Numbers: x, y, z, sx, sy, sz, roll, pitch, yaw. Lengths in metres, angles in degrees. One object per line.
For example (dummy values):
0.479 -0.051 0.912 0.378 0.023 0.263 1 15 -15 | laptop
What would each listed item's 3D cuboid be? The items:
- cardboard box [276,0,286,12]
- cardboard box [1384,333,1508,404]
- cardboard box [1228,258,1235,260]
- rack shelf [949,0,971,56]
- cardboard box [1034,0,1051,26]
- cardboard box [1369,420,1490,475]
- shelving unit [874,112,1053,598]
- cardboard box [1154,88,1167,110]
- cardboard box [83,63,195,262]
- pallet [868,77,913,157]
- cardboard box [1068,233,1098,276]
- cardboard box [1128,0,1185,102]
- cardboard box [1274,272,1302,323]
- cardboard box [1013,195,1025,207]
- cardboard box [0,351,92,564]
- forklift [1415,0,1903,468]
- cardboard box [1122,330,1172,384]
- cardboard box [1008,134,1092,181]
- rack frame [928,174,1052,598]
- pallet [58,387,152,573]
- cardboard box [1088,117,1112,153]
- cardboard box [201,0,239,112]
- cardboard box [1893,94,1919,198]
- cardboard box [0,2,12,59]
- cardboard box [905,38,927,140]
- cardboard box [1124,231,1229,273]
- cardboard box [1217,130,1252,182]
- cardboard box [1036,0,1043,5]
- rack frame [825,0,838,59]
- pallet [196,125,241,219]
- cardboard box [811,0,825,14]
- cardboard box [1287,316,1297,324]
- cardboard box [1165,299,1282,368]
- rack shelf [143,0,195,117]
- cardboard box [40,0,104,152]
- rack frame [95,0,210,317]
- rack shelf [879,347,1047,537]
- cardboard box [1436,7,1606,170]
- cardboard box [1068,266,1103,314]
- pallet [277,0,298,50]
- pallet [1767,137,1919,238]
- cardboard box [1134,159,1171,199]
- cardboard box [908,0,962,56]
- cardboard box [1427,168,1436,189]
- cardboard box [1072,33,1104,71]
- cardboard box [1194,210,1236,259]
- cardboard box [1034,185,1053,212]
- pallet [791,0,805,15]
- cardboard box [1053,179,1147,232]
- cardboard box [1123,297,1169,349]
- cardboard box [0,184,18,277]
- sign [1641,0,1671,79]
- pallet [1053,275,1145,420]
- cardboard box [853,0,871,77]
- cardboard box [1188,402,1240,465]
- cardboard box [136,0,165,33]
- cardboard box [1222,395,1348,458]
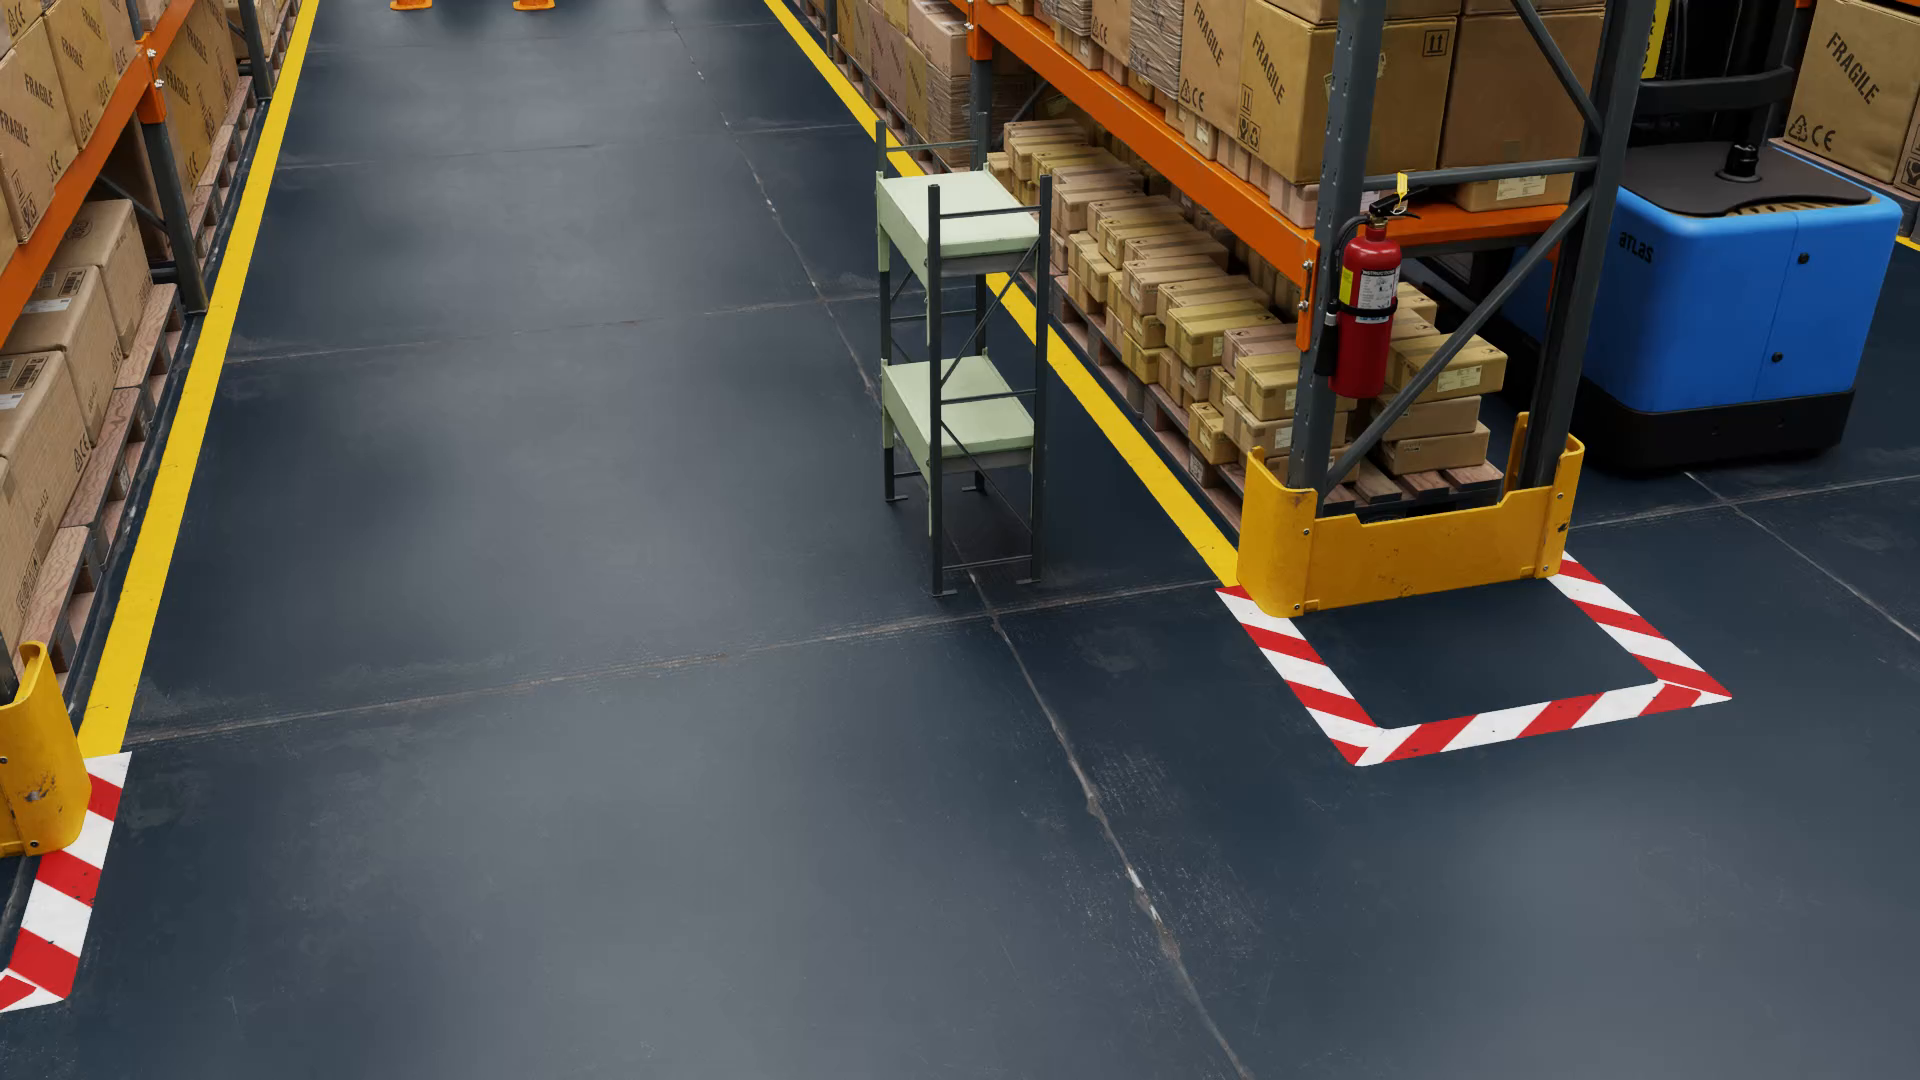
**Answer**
-5.796 -4.341 12.959 0.950 0.372 0.625 -7 31 -12 | cardboard box
1.801 -0.646 6.205 0.380 0.149 0.250 -9 31 -16 | cardboard box
1.253 -1.264 7.569 0.380 0.149 0.250 -6 31 -11 | cardboard box
0.020 -3.729 10.417 1.077 0.370 4.000 -8 31 -13 | rack shelf
0.572 -2.549 7.910 0.380 0.149 0.250 -9 31 -15 | cardboard box
1.782 -0.386 6.350 0.380 0.149 0.250 -7 31 -12 | cardboard box
-0.002 -0.652 5.880 0.431 1.500 0.755 -8 31 -13 | shelving unit
0.997 -1.788 6.595 0.380 0.149 0.250 -9 31 -15 | cardboard box
-4.436 -1.919 8.272 0.875 0.875 0.875 -7 31 -12 | cardboard box
0.016 -2.834 10.936 1.003 0.211 1.213 -8 31 -13 | pallet
0.717 -1.314 7.655 0.380 0.149 0.250 -8 31 -14 | cardboard box
0.970 -1.991 6.298 0.500 0.500 0.500 -8 31 -13 | cardboard box
1.523 -1.011 6.835 0.380 0.149 0.250 -9 31 -16 | cardboard box
0.409 -1.676 8.577 0.380 0.149 0.250 -7 31 -12 | cardboard box
-3.655 -0.255 5.835 0.875 0.438 0.875 -7 31 -12 | cardboard box
2.783 -2.277 7.258 1.130 2.935 3.031 -7 31 -12 | forklift
0.913 -0.799 7.063 0.380 0.149 0.250 -9 31 -15 | cardboard box
0.459 -1.945 8.449 0.380 0.149 0.250 -6 31 -11 | cardboard box
0.095 -0.476 5.574 0.400 1.500 0.023 -8 31 -13 | rack frame
-3.741 -0.193 6.373 1.003 0.211 1.213 -8 31 -13 | pallet
0.897 -2.143 8.791 0.380 0.149 0.250 -7 31 -12 | cardboard box
-5.153 -3.217 10.516 0.875 0.875 0.875 -8 31 -14 | cardboard box
5.697 -2.183 8.730 0.875 0.875 0.875 -8 31 -13 | cardboard box
-3.274 -1.678 5.056 0.500 0.500 0.500 -8 31 -14 | cardboard box
-0.024 -2.746 10.077 0.500 0.500 0.500 -9 31 -14 | cardboard box
0.930 -1.205 7.171 0.380 0.149 0.250 -9 31 -15 | cardboard box
1.143 -1.398 5.922 0.380 0.149 0.250 -8 31 -14 | cardboard box
0.578 -2.736 7.586 0.500 0.500 0.500 -8 31 -13 | cardboard box
-0.511 -5.007 11.906 1.000 3.000 0.127 -8 31 -13 | rack frame
-4.799 -2.114 9.691 1.003 0.211 1.213 -8 31 -13 | pallet
-0.585 -4.521 12.893 1.050 0.750 0.750 -8 31 -14 | cardboard box
1.589 -0.891 6.925 0.380 0.149 0.250 -7 31 -12 | cardboard box
1.025 -0.807 6.483 0.380 0.149 0.250 -9 31 -14 | cardboard box
-4.725 -3.022 9.195 1.077 0.370 4.000 -8 31 -13 | rack shelf
-3.536 -1.732 6.149 0.500 0.500 0.500 -8 31 -14 | cardboard box
-4.195 -2.368 7.346 1.000 3.000 0.127 -8 31 -13 | rack frame
-0.002 -0.370 6.043 0.431 0.370 0.720 -8 31 -13 | rack shelf
1.760 -1.568 5.569 0.500 0.500 0.500 -6 31 -11 | cardboard box
0.722 -1.183 7.726 0.380 0.149 0.250 -9 31 -15 | cardboard box
-5.782 -4.059 13.051 1.003 0.211 1.213 -8 31 -13 | pallet
5.486 -2.101 9.669 1.003 0.211 1.213 -8 31 -13 | pallet
1.069 -1.770 8.146 0.380 0.149 0.250 -7 31 -12 | cardboard box
-0.014 -3.075 9.896 0.500 0.250 0.500 -6 31 -11 | cardboard box
1.735 -1.352 5.842 0.380 0.149 0.250 -7 31 -11 | cardboard box
0.707 -2.156 7.231 0.380 0.149 0.250 -7 31 -11 | cardboard box
1.274 -1.388 7.487 0.380 0.149 0.250 -8 31 -13 | cardboard box
0.592 -1.711 8.341 0.380 0.149 0.250 -8 31 -14 | cardboard box
-0.967 -4.779 14.295 1.003 0.211 1.213 -8 31 -13 | pallet
0.653 -1.573 7.806 0.380 0.149 0.250 -7 31 -12 | cardboard box
0.908 -0.936 7.002 0.380 0.149 0.250 -7 31 -13 | cardboard box
-3.145 -0.990 4.866 0.500 0.500 0.500 -8 31 -14 | cardboard box
2.136 -1.590 5.138 0.100 0.325 0.005 -8 31 -13 | sign
1.091 -0.958 7.694 1.003 0.211 1.213 -8 31 -13 | pallet
-0.432 -3.489 11.359 0.500 0.500 0.500 -7 31 -13 | cardboard box
1.106 -0.428 6.422 0.380 0.149 0.250 -7 31 -12 | cardboard box
-4.057 -2.550 7.812 0.500 0.250 0.500 -9 31 -14 | cardboard box
1.198 -0.436 6.139 0.380 0.149 0.250 -9 31 -15 | cardboard box
